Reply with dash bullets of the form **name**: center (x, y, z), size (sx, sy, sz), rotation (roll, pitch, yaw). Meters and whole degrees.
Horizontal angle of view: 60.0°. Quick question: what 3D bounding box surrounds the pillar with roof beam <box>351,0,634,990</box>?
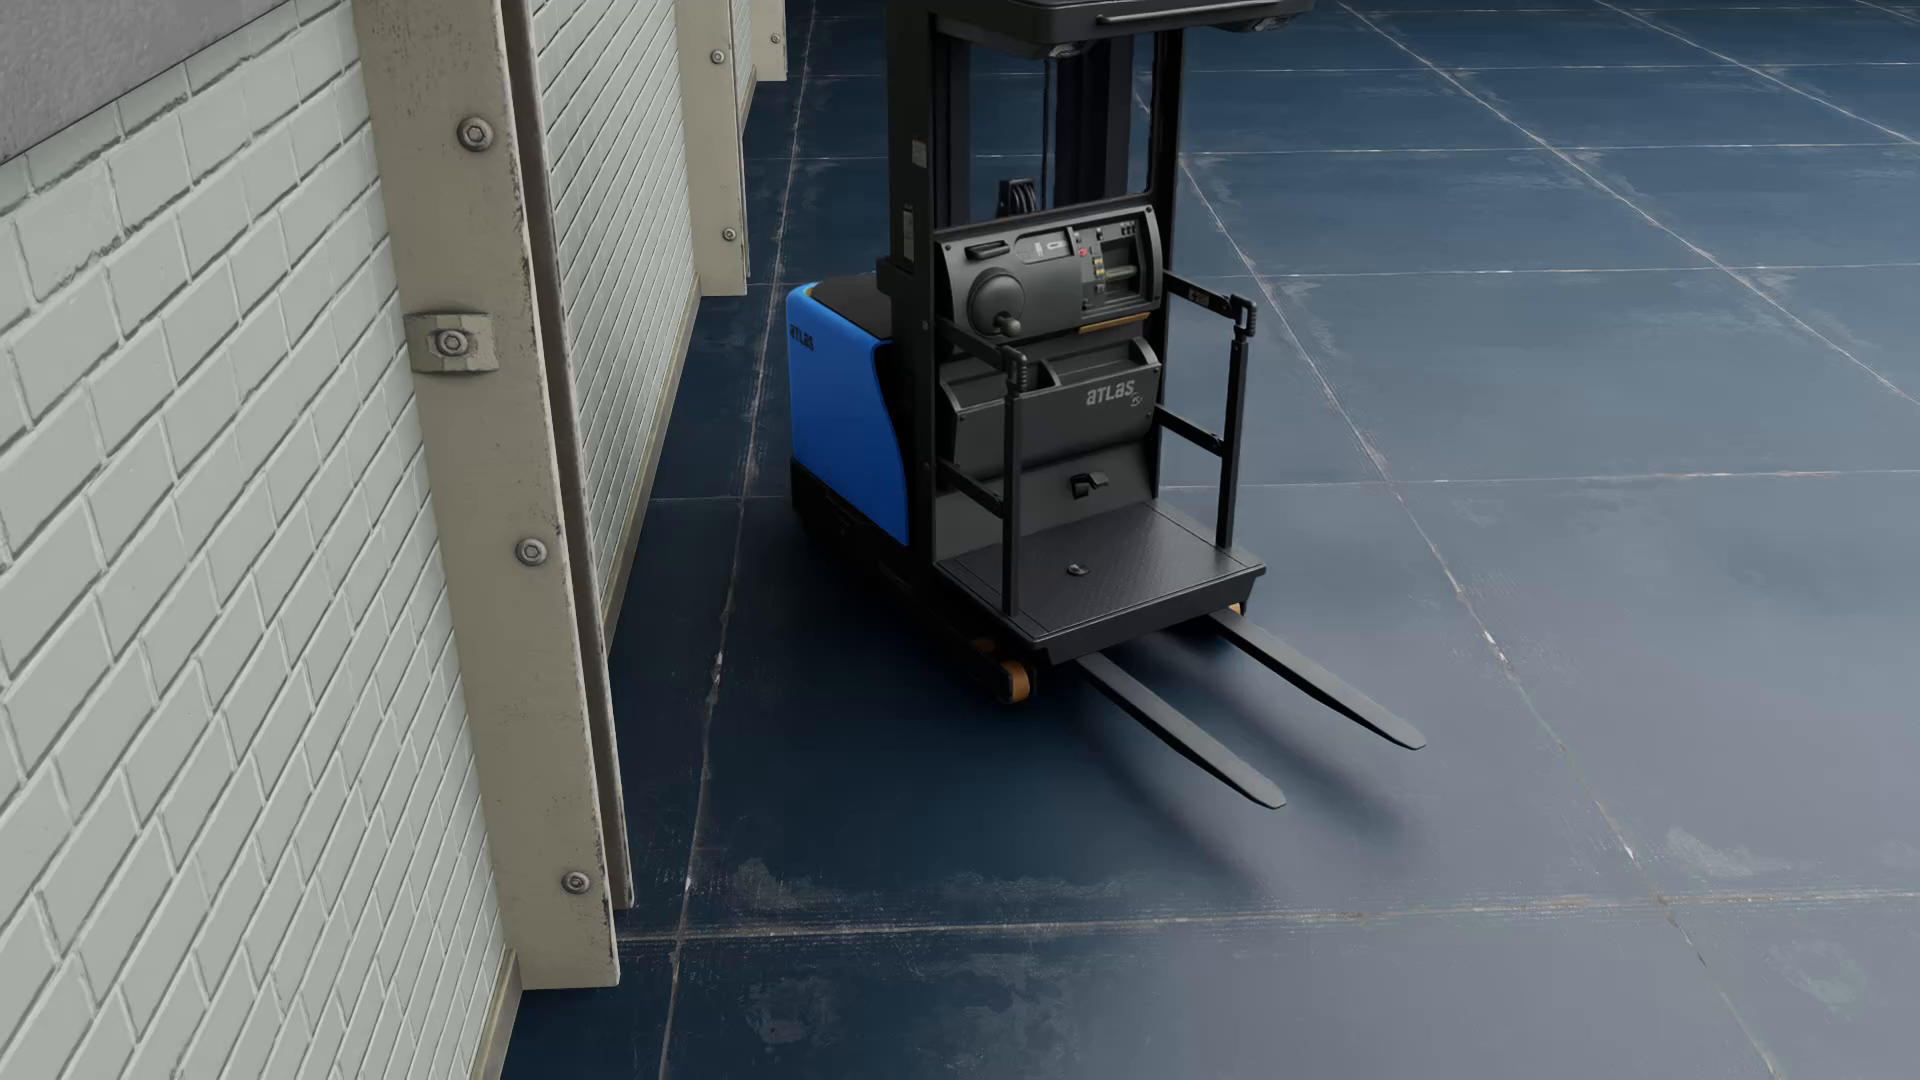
- **pillar with roof beam**: center (3.149, -2.898, 3.075), size (9.100, 9.000, 0.400), rotation (-1, 28, -3)

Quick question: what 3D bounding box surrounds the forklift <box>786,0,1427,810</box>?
- **forklift**: center (0.459, -0.943, 5.888), size (1.130, 2.935, 3.031), rotation (-16, 32, -28)

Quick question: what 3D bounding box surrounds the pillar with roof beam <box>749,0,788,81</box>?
- **pillar with roof beam**: center (2.523, -8.439, 13.700), size (9.100, 9.000, 0.400), rotation (-1, 28, -3)

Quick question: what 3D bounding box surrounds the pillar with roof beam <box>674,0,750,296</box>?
- **pillar with roof beam**: center (2.836, -5.669, 8.388), size (9.100, 9.000, 0.400), rotation (-1, 28, -3)
